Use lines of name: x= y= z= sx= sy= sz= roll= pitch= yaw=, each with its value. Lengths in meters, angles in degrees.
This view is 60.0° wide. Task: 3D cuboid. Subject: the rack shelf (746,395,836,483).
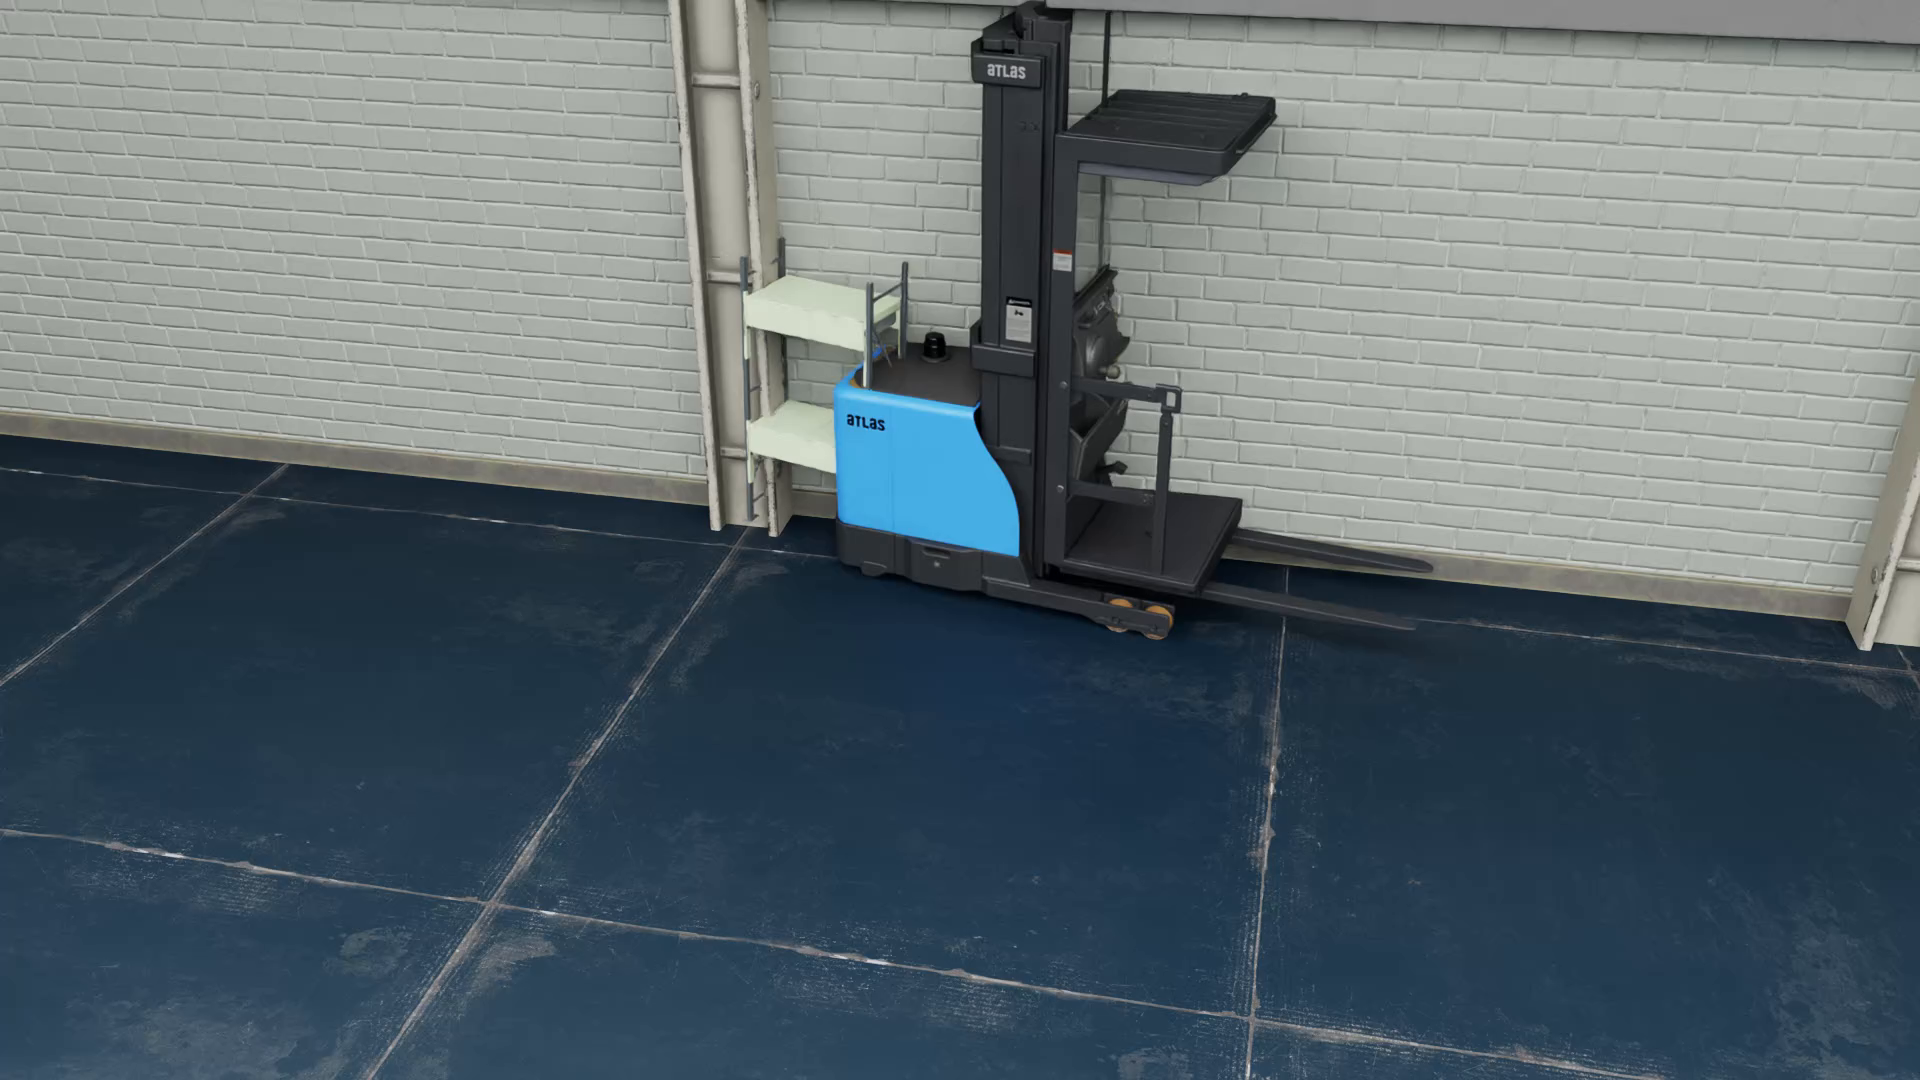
rack shelf: x=-0.725 y=-0.470 z=8.928 sx=0.720 sy=0.370 sz=0.431 roll=15 pitch=30 yaw=22

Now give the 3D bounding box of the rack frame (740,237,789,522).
rack frame: x=-1.041 y=-0.844 z=8.914 sx=0.023 sy=1.500 sz=0.400 roll=15 pitch=30 yaw=22

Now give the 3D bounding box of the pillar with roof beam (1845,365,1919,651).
pillar with roof beam: x=3.791 y=-1.434 z=2.499 sx=0.400 sy=9.000 sz=9.100 roll=6 pitch=29 yaw=11

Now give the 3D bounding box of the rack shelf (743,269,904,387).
rack shelf: x=-0.700 y=-1.102 z=8.593 sx=0.720 sy=0.370 sz=0.431 roll=15 pitch=30 yaw=22

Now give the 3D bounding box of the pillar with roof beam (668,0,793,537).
pillar with roof beam: x=-2.077 y=-2.036 z=3.598 sx=0.400 sy=9.000 sz=9.100 roll=6 pitch=29 yaw=11

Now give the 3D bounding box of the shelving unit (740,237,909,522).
shelving unit: x=-0.713 y=-0.758 z=8.775 sx=0.755 sy=1.500 sz=0.431 roll=15 pitch=30 yaw=22

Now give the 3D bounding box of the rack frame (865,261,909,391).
rack frame: x=-0.386 y=-0.671 z=8.637 sx=0.023 sy=1.500 sz=0.400 roll=15 pitch=30 yaw=22

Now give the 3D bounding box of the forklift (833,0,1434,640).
forklift: x=0.906 y=-1.076 z=8.163 sx=3.031 sy=2.935 sz=1.130 roll=11 pitch=30 yaw=19
